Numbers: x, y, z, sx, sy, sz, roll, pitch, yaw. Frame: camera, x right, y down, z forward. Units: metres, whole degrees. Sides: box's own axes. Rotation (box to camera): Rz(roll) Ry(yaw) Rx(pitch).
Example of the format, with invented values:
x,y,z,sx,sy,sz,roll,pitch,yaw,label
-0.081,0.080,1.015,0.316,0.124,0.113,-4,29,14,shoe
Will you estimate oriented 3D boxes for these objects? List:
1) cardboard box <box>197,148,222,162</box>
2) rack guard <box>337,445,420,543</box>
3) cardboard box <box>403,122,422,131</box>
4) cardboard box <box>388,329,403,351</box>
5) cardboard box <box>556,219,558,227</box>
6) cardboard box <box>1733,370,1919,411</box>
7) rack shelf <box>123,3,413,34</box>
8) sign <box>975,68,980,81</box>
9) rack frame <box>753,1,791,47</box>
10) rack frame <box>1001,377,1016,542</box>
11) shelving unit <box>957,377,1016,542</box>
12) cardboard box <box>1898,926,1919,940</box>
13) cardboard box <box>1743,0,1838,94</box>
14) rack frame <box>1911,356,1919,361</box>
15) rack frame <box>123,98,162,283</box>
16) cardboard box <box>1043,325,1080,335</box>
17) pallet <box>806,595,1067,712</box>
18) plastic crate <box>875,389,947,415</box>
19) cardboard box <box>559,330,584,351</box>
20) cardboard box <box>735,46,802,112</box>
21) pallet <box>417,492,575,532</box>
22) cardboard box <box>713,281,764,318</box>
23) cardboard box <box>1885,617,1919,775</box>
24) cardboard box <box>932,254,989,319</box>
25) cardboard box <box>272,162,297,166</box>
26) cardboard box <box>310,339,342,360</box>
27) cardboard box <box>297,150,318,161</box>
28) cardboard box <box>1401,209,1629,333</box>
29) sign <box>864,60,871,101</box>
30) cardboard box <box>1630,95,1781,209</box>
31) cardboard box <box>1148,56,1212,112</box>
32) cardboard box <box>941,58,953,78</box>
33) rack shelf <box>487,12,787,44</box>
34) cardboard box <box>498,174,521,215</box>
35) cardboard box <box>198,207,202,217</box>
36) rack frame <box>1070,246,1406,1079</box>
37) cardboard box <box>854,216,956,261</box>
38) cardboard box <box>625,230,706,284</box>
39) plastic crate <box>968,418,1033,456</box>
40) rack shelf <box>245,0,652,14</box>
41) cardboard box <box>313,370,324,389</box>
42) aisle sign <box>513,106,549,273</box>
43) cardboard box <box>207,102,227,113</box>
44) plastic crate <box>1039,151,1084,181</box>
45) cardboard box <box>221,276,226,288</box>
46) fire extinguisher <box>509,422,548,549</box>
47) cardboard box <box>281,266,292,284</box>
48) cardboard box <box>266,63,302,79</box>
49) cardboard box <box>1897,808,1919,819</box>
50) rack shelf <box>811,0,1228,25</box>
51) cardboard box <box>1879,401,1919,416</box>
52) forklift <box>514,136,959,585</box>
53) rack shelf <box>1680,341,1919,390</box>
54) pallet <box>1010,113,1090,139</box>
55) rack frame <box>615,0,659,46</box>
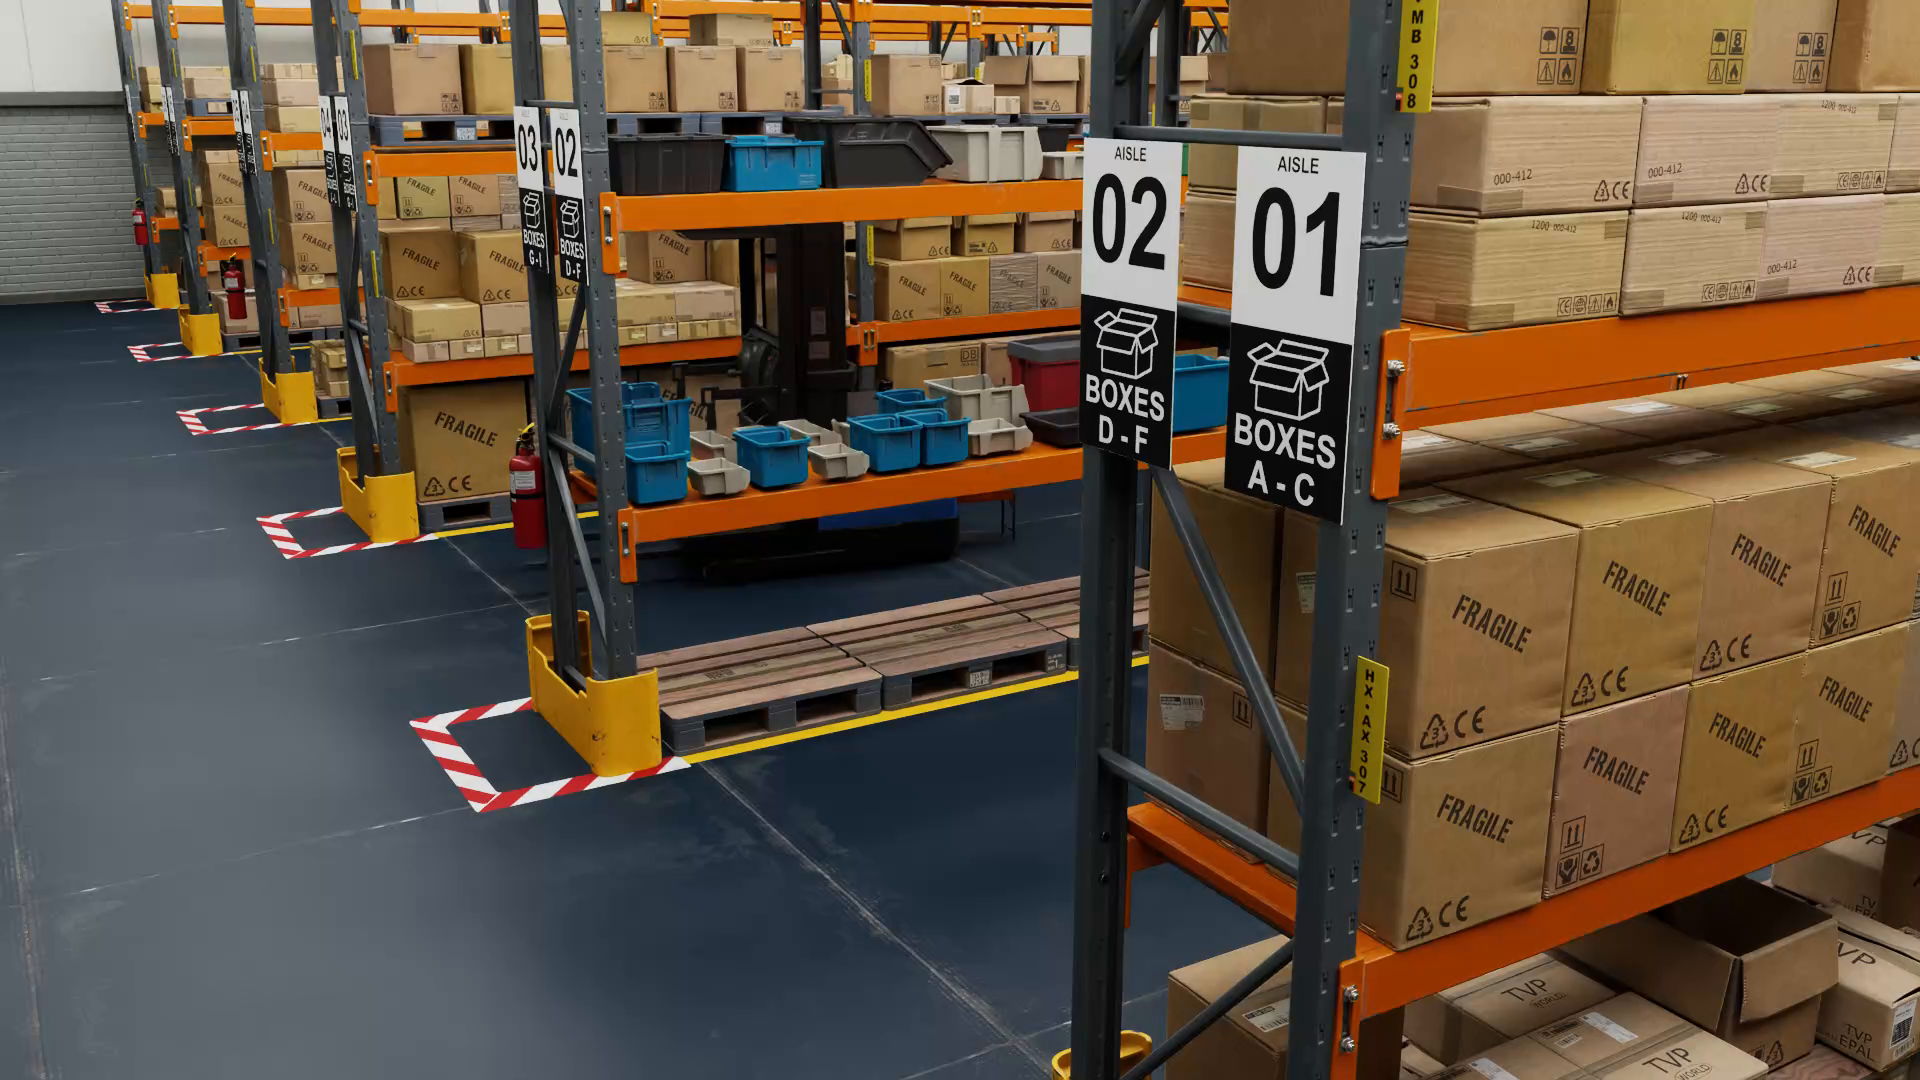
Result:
x,y,z,sx,sy,sz,roll,pitch,yaw,label
-9.364,-4.806,20.758,0.250,0.149,0.380,-9,18,-29,cardboard box
-4.485,-0.368,12.797,0.348,0.500,1.175,-9,18,-30,rack guard
-5.527,-4.259,16.766,0.500,0.250,0.500,-10,18,-32,cardboard box
-4.329,-1.580,12.954,0.250,0.149,0.380,-9,18,-29,cardboard box
-4.218,-3.280,17.816,0.500,0.500,0.500,-10,18,-31,cardboard box
3.072,-0.296,5.871,0.500,0.500,0.500,-10,18,-31,cardboard box
-10.413,-7.835,25.026,4.000,0.370,1.077,-9,18,-30,rack shelf
0.203,-5.416,19.659,0.005,0.325,0.100,-9,18,-30,sign
-2.711,-7.869,23.808,0.127,3.000,1.000,-9,18,-30,rack frame
0.361,-0.592,12.298,0.015,1.200,0.240,-6,17,-20,rack frame
0.132,-0.569,12.215,0.503,1.200,0.258,-6,17,-20,shelving unit
3.430,1.533,5.850,0.250,0.149,0.380,-9,18,-30,cardboard box
1.912,-1.476,4.523,0.500,0.500,0.700,-9,18,-30,cardboard box
8.371,-2.098,14.337,0.053,2.616,0.949,-9,18,-30,rack frame
-12.128,-5.016,24.746,0.127,3.000,1.000,-9,18,-30,rack frame
1.023,-1.653,15.908,0.875,0.875,1.225,-9,18,-30,cardboard box
-0.142,0.639,9.738,1.213,0.211,1.003,-9,18,-30,pallet
-0.285,-0.722,9.628,0.300,0.233,0.416,-9,18,-30,plastic crate
-3.110,-1.570,12.920,0.250,0.149,0.380,-10,18,-31,cardboard box
-1.676,-3.751,13.529,0.500,0.500,0.700,-10,19,-33,cardboard box
-3.819,-0.362,13.309,1.213,0.211,1.003,-9,18,-30,pallet
-1.721,-2.008,13.741,0.500,0.250,0.500,-9,18,-28,cardboard box
2.886,0.386,5.290,0.500,0.500,0.500,-9,18,-28,cardboard box
-0.082,-2.256,14.714,0.500,0.500,0.500,-9,18,-30,cardboard box
-8.571,-4.472,20.768,0.500,0.500,0.500,-10,18,-31,cardboard box
-6.609,-1.985,17.335,0.250,0.149,0.380,-9,18,-29,cardboard box
-8.237,-4.847,20.905,0.250,0.149,0.380,-9,18,-29,cardboard box
1.205,-0.667,3.954,0.500,0.250,0.500,-9,18,-30,cardboard box
-0.749,-3.734,13.513,0.005,0.325,0.100,-9,18,-30,sign
1.641,-0.975,4.123,0.500,0.250,0.500,-9,18,-30,cardboard box
1.907,-4.282,15.601,0.637,0.503,0.797,-8,18,-26,cardboard box
-0.288,-5.594,19.646,0.258,0.266,0.396,-9,18,-30,cardboard box
-4.425,-7.052,22.968,4.000,0.370,1.077,-9,18,-30,rack shelf
-4.654,-3.697,17.451,0.500,0.500,0.500,-9,18,-28,cardboard box
-11.510,-4.923,24.881,0.250,0.149,0.380,-9,18,-28,cardboard box
0.634,0.717,4.293,0.127,3.000,1.000,-9,18,-30,rack frame
-0.492,-2.753,14.630,0.637,0.503,0.797,-10,18,-31,cardboard box
-2.448,-2.416,13.808,0.500,0.500,0.500,-10,18,-31,cardboard box
0.177,-0.576,9.283,0.466,0.136,0.293,-9,18,-30,plastic crate
-5.218,-5.555,16.895,4.000,0.370,1.077,-9,18,-30,rack shelf
-6.588,-1.688,17.377,0.250,0.149,0.380,-9,18,-29,cardboard box
-2.126,-1.739,8.239,0.004,0.787,0.394,-9,18,-30,aisle sign
-11.028,-6.415,24.645,0.250,0.149,0.380,-9,18,-29,cardboard box
0.621,-2.038,9.053,0.466,0.136,0.293,-9,18,-30,plastic crate
-11.170,-3.959,25.478,0.250,0.149,0.380,-10,19,-32,cardboard box
-2.277,-0.297,8.745,0.183,0.674,0.296,-9,18,-30,fire extinguisher
-6.798,-2.727,17.044,0.250,0.149,0.380,-9,18,-30,cardboard box
-6.537,-4.534,16.082,0.250,0.149,0.380,-9,18,-30,cardboard box
4.338,1.018,7.036,0.500,0.500,0.500,-9,18,-30,cardboard box
0.679,-4.759,14.788,4.000,0.370,1.077,-9,18,-30,rack shelf
3.325,-0.166,5.408,0.500,0.500,0.500,-10,18,-31,cardboard box
-1.578,-1.264,11.490,3.031,2.935,1.130,-6,17,-20,forklift
6.658,-1.473,13.440,4.000,0.370,1.077,-9,18,-30,rack shelf
0.911,-3.783,15.139,1.213,0.211,1.003,-8,18,-27,pallet
-3.503,-6.181,17.789,0.127,3.000,1.000,-9,18,-30,rack frame
